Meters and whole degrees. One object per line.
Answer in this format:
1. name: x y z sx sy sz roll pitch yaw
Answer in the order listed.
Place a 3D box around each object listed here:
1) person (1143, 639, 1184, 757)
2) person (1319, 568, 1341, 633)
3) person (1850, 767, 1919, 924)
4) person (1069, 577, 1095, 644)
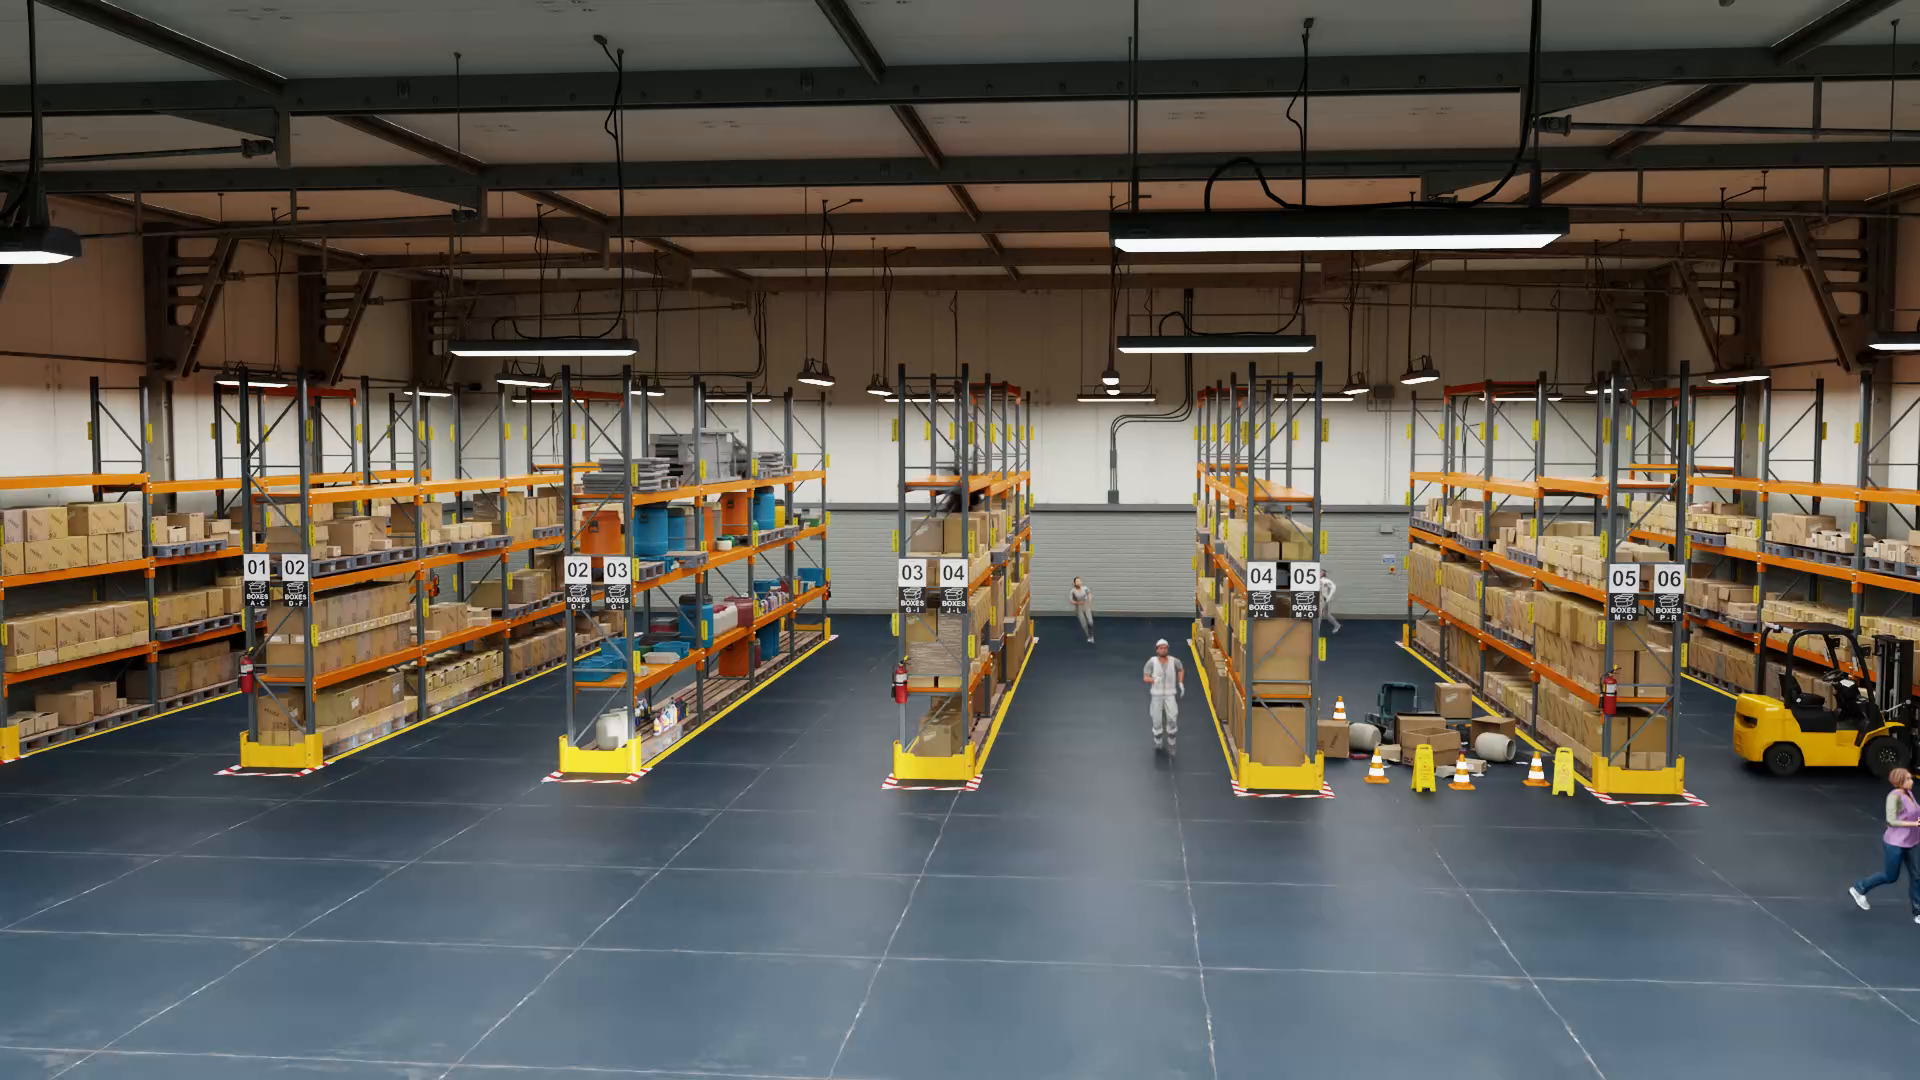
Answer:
1. person: 3.174 2.453 25.873 0.645 1.820 0.734 0 4 4
2. person: 9.001 1.516 41.052 0.935 1.691 0.583 -1 4 -10
3. person: 9.576 3.111 16.962 0.544 1.572 0.879 -2 4 -33
4. person: 2.893 1.665 39.389 0.634 1.603 0.593 0 4 -6
